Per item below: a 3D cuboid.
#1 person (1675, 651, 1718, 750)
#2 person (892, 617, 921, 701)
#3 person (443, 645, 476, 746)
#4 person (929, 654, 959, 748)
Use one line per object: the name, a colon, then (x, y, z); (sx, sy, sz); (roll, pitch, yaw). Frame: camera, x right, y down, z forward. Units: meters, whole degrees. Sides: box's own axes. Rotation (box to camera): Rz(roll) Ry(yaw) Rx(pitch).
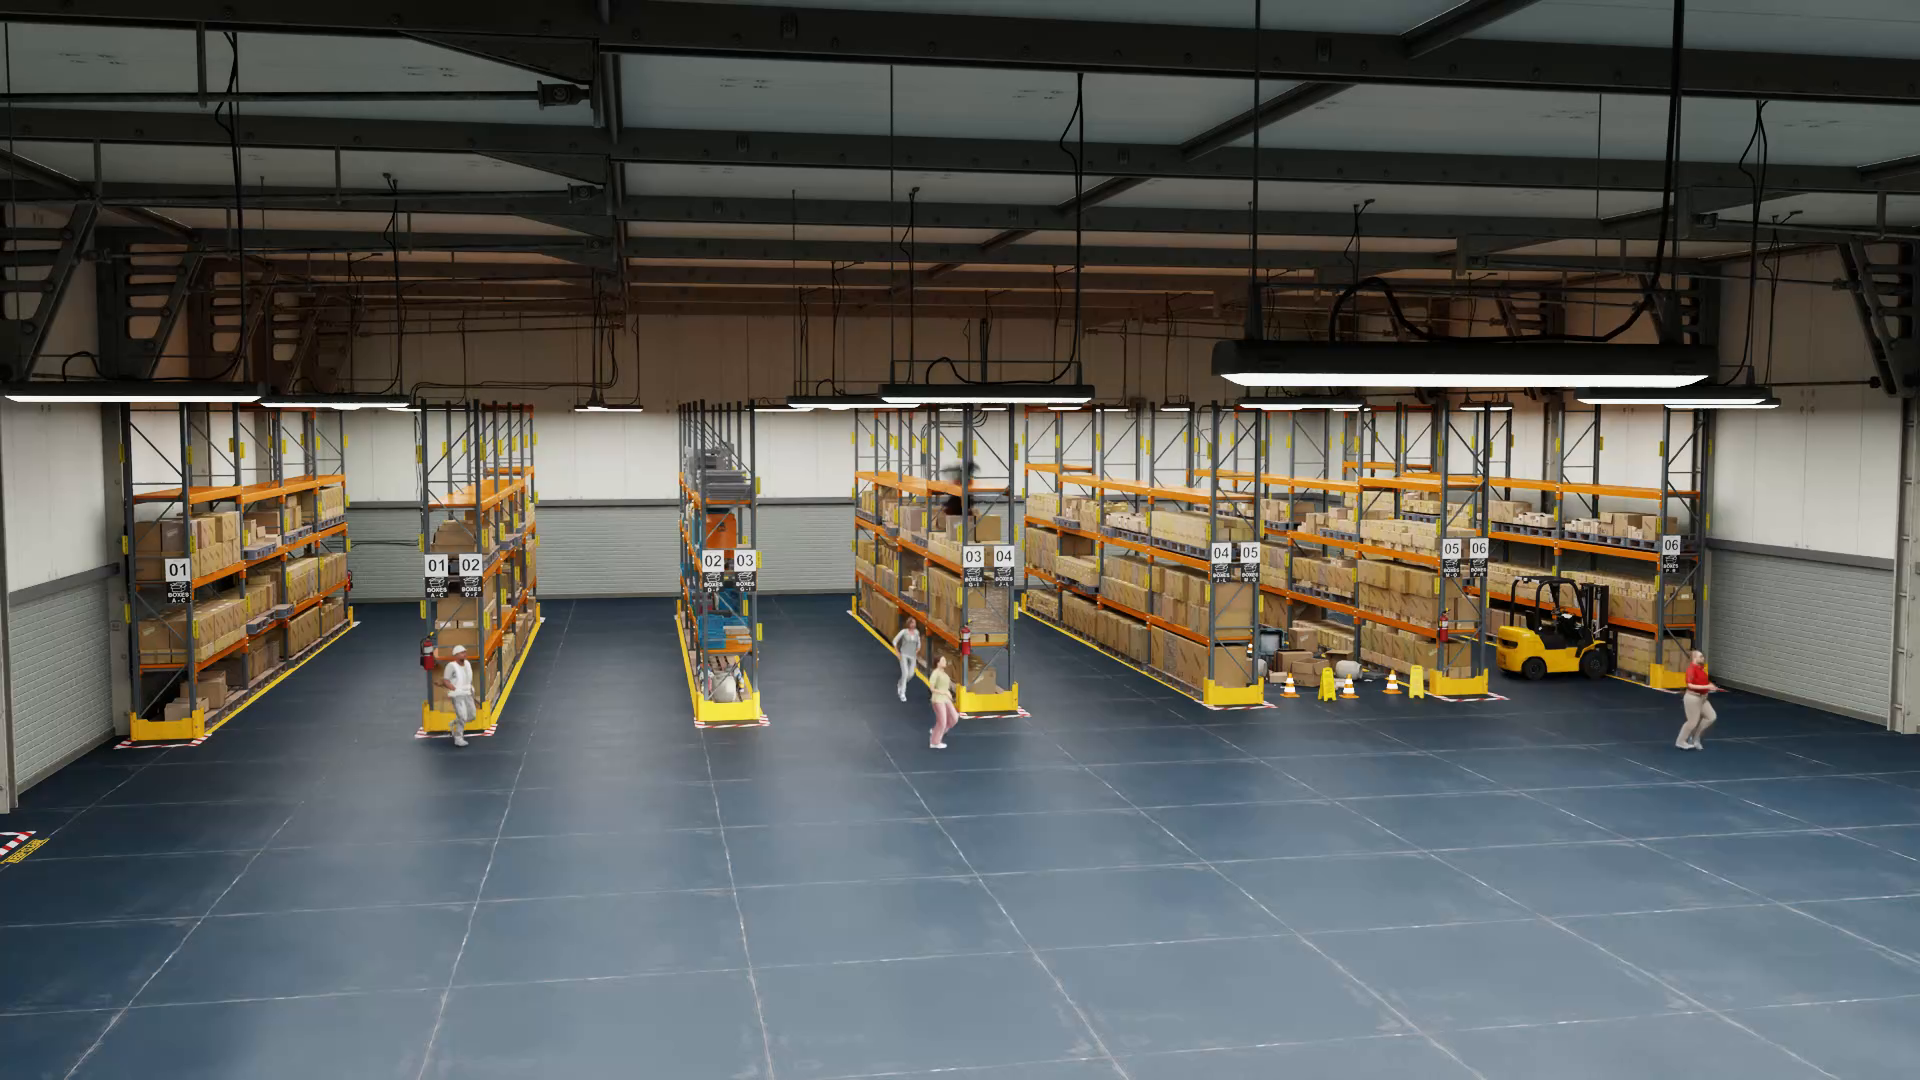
person: (12.571, 2.745, 28.276); (0.630, 1.732, 0.706); (-4, 6, -44)
person: (-1.011, 2.264, 31.945); (0.580, 1.570, 0.579); (-2, 5, -26)
person: (-8.668, 2.681, 28.810); (0.628, 1.733, 0.728); (2, 5, 23)
person: (-0.301, 2.756, 28.430); (0.520, 1.625, 0.556); (2, 5, 25)
